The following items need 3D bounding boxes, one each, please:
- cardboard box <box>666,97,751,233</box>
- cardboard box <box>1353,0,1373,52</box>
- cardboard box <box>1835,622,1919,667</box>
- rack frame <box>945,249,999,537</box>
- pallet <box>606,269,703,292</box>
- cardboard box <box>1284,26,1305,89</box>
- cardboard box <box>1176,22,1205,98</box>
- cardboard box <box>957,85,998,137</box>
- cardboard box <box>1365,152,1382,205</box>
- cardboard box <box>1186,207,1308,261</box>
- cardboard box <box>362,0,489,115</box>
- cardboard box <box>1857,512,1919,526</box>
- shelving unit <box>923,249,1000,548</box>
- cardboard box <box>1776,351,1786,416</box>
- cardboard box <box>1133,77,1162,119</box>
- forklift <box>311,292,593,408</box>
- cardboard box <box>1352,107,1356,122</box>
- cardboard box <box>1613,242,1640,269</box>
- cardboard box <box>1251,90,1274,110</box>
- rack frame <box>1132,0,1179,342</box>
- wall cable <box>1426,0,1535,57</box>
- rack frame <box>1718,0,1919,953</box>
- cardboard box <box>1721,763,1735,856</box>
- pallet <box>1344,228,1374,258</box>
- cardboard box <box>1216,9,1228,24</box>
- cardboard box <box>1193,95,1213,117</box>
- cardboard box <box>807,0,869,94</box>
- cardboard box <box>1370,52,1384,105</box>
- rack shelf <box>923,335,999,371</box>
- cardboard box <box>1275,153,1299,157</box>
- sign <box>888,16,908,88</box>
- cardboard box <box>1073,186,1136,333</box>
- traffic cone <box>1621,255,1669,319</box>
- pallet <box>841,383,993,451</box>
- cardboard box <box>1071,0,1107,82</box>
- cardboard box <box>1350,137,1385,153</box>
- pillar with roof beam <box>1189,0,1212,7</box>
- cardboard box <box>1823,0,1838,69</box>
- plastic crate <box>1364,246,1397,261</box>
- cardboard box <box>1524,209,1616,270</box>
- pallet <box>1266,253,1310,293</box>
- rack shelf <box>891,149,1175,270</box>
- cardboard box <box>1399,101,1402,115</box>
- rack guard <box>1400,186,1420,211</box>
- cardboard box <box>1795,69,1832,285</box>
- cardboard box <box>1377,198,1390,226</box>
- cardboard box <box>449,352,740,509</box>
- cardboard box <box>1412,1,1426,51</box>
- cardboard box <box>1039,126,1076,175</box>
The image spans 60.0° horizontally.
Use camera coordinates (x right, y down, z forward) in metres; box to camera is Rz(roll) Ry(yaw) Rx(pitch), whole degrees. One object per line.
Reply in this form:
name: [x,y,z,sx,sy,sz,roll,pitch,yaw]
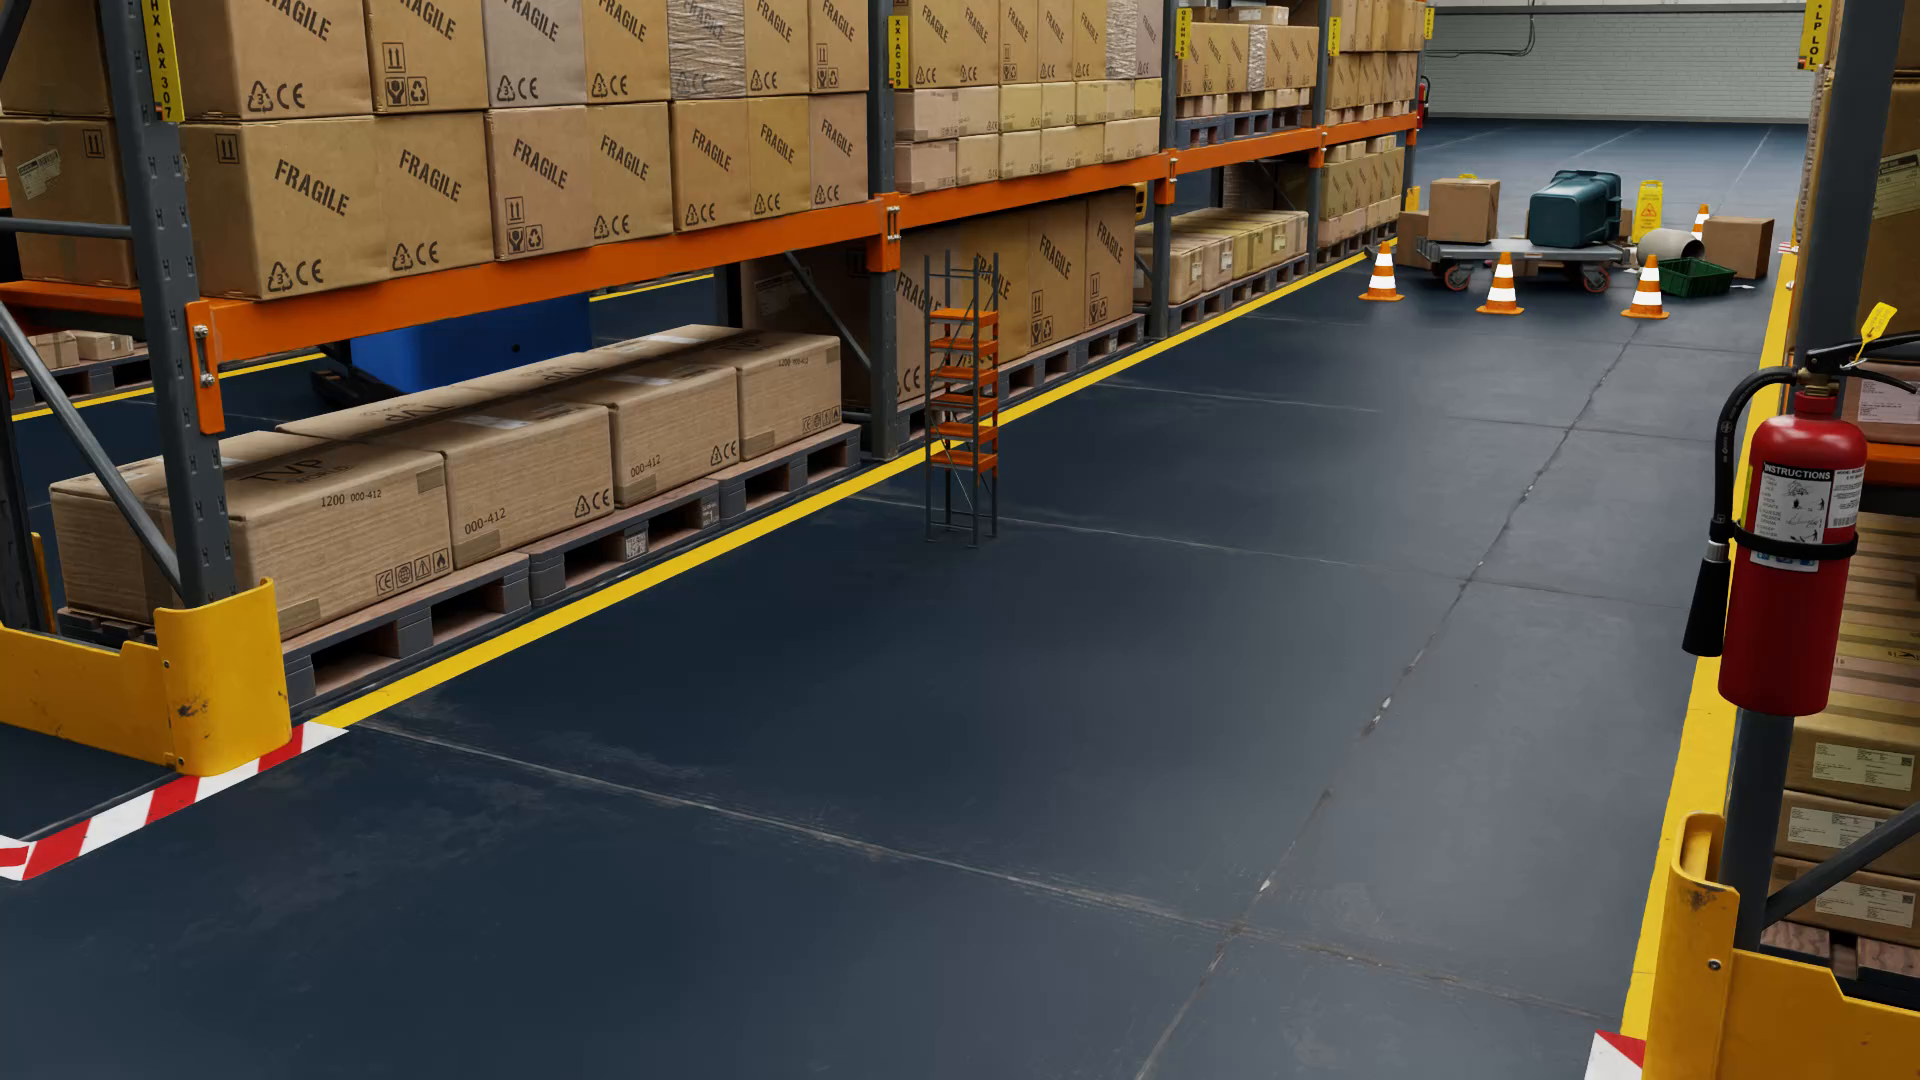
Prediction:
cardboard box: [-1.200,-1.533,6.741,0.500,0.500,0.500,8,18,25]
cardboard box: [3.428,-4.816,15.518,0.700,0.500,0.500,8,18,26]
cardboard box: [2.076,0.300,3.970,0.380,0.149,0.250,8,18,24]
rack frame: [0.047,-0.602,6.944,0.240,1.200,0.006,8,18,25]
pallet: [-3.038,-2.414,14.783,1.003,0.211,1.213,8,18,25]
cardboard box: [2.568,-4.053,13.967,0.500,0.500,0.500,8,18,26]
cardboard box: [1.410,-3.393,11.744,0.500,0.500,0.500,8,18,24]
cardboard box: [-0.129,-2.277,8.809,0.500,0.250,0.500,8,19,26]
cardboard box: [3.990,-3.698,16.981,0.500,0.500,0.500,8,18,24]
cardboard box: [2.557,-2.742,14.867,0.950,0.372,0.625,8,18,26]
cardboard box: [-1.879,-1.624,5.292,0.500,0.500,0.500,8,18,24]
cardboard box: [2.773,-0.015,5.030,0.380,0.149,0.250,7,18,23]
shelving unit: [0.006,-0.579,6.866,0.258,1.200,0.189,8,18,25]
cardboard box: [4.023,-0.647,7.588,0.500,0.500,0.500,8,18,24]
cardboard box: [1.013,-2.928,10.999,0.500,0.250,0.500,8,18,25]
forklift: [-3.195,-2.269,9.515,1.130,2.935,3.031,-11,20,-32]
cardboard box: [3.608,-4.127,16.091,0.380,0.149,0.250,8,18,25]
cardboard box: [6.383,-2.692,15.622,0.396,0.266,0.258,12,20,35]
cardboard box: [2.338,-3.591,13.552,0.380,0.149,0.250,8,18,25]
rack frame: [1.002,-2.916,11.573,1.000,3.000,0.127,8,18,25]
wall cable: [14.922,-15.132,47.622,3.097,2.526,0.112,8,18,25]
rack frame: [1.901,-0.274,2.679,1.000,3.000,0.127,8,18,25]
cardboard box: [1.974,0.652,3.830,0.380,0.149,0.250,9,19,27]
pallet: [3.602,-3.086,17.042,1.003,0.211,1.213,8,18,25]
cardboard box: [2.263,-4.563,14.543,0.380,0.149,0.250,8,18,25]
cardboard box: [1.633,-3.187,12.191,0.380,0.149,0.250,7,18,22]
cardboard box: [-0.749,-2.269,7.464,0.500,0.500,0.500,8,18,25]
cardboard box: [3.883,-4.590,16.512,0.500,0.500,0.500,8,18,26]
rack shelf: [0.006,-0.766,6.810,0.258,0.103,0.180,8,18,25]
cardboard box: [3.266,-3.622,16.726,0.500,0.500,0.500,9,19,28]
sign: [-0.288,-2.280,7.772,0.100,0.325,0.005,8,18,25]
cardboard box: [0.619,-1.933,11.259,0.875,0.875,0.875,8,18,25]
traffic cone: [5.313,-1.965,12.828,0.336,0.463,0.334,8,18,25]
pallet: [-0.508,-0.766,9.234,1.003,0.211,1.213,8,18,25]
cardboard box: [0.555,-3.021,9.995,0.500,0.500,0.500,8,18,25]
cardboard box: [4.114,-4.037,16.985,0.380,0.149,0.250,9,19,28]
pillar with roof beam: [8.230,-10.906,27.939,9.100,9.000,0.400,8,18,25]
cardboard box: [2.333,-1.355,3.863,0.500,0.500,0.500,9,19,28]
plastic crate: [4.224,-2.831,16.415,0.402,0.080,0.583,2,17,6]
cardboard box: [5.646,-2.813,15.374,0.797,0.637,0.503,8,18,25]
pallet: [2.443,-2.400,14.733,1.003,0.211,1.213,8,18,25]
rack shelf: [0.108,-2.062,9.961,1.077,0.370,4.000,8,18,25]
cardboard box: [4.453,-4.570,17.582,0.380,0.149,0.250,8,18,24]
rack guard: [4.543,-3.736,18.725,1.175,0.500,0.348,8,18,25]
cardboard box: [2.324,-0.873,3.996,0.500,0.500,0.500,8,18,26]
cardboard box: [4.218,-3.466,17.517,0.500,0.250,0.500,8,18,26]
cardboard box: [-1.561,-0.496,7.188,0.875,0.438,0.875,8,18,24]
cardboard box: [4.544,-5.466,17.704,0.700,0.500,0.500,8,18,24]
cardboard box: [0.352,-2.290,9.731,0.500,0.250,0.500,8,18,24]
